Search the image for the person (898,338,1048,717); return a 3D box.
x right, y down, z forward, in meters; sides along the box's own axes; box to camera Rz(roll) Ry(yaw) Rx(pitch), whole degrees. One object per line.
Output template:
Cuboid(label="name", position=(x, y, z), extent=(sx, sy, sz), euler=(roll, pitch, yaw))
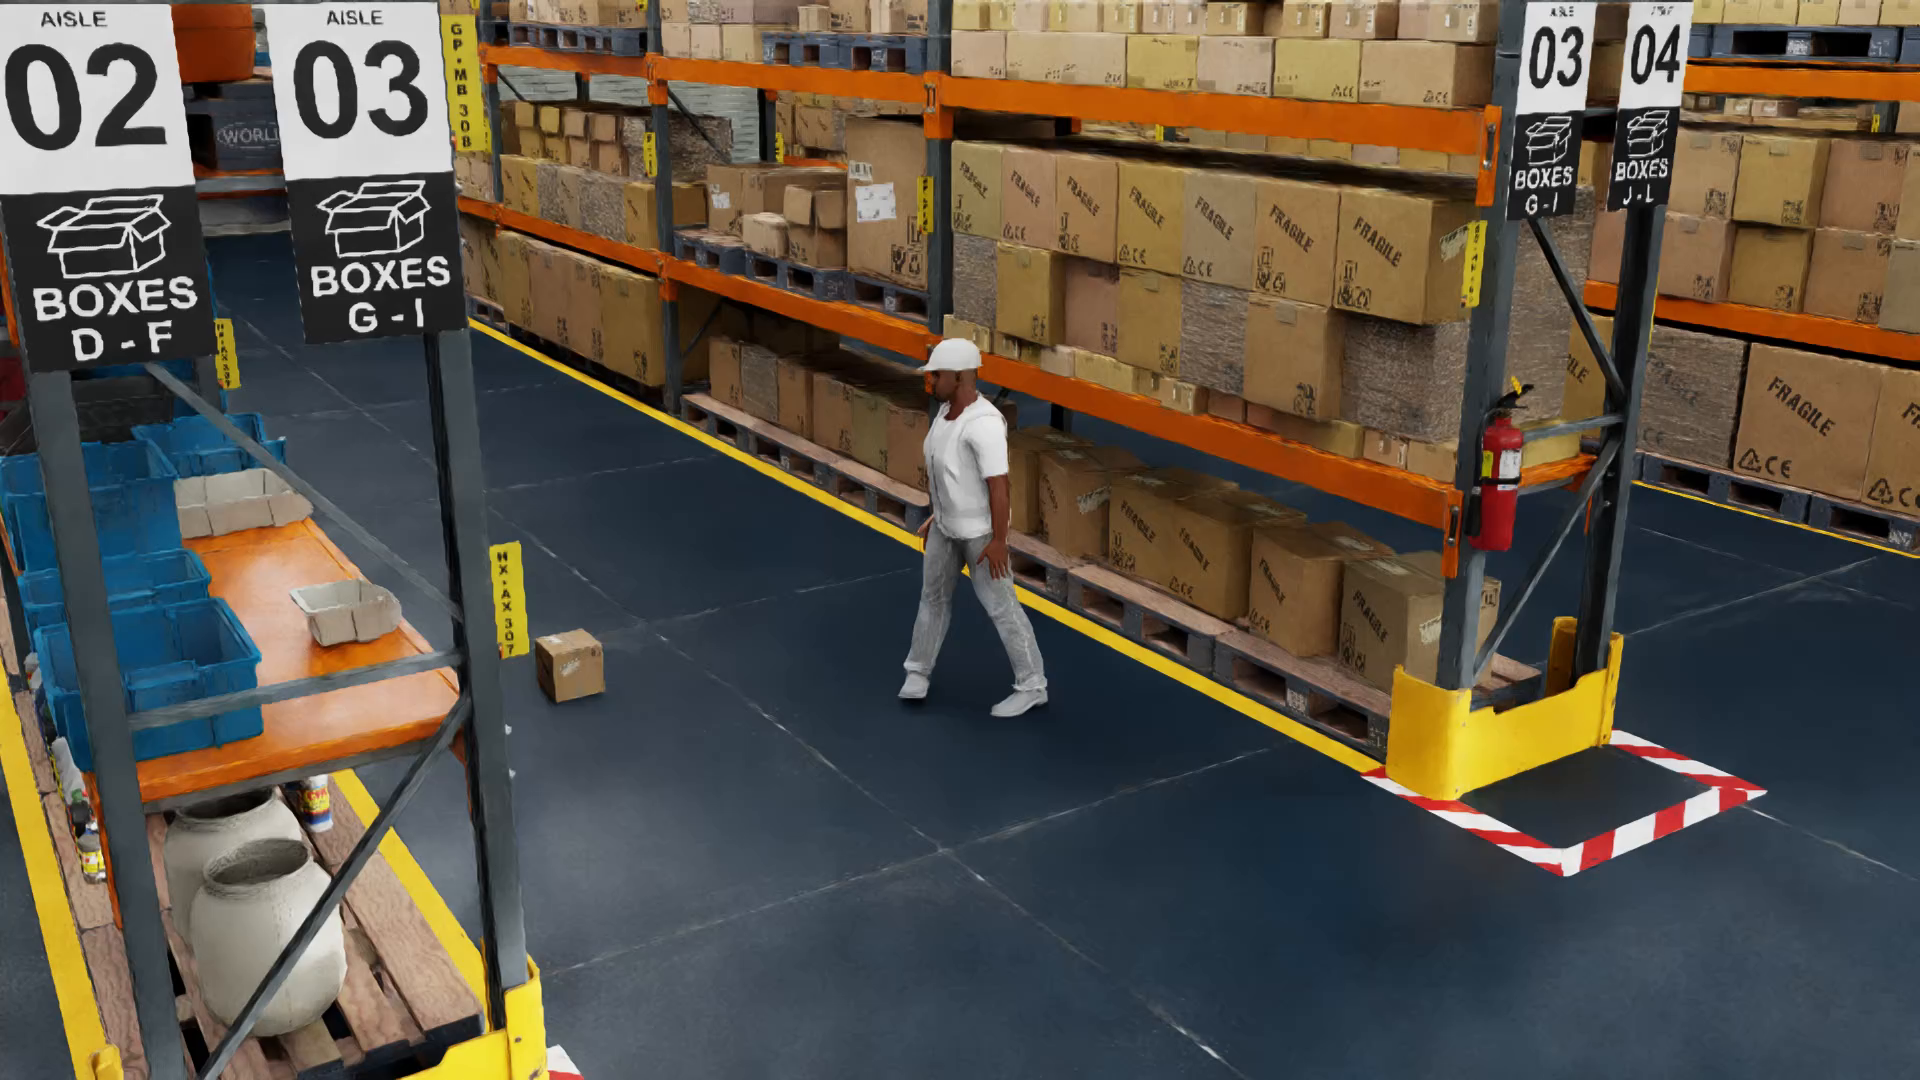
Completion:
Cuboid(label="person", position=(0.043, -0.060, 7.707), extent=(0.640, 1.754, 0.623), euler=(-9, 20, -26))
